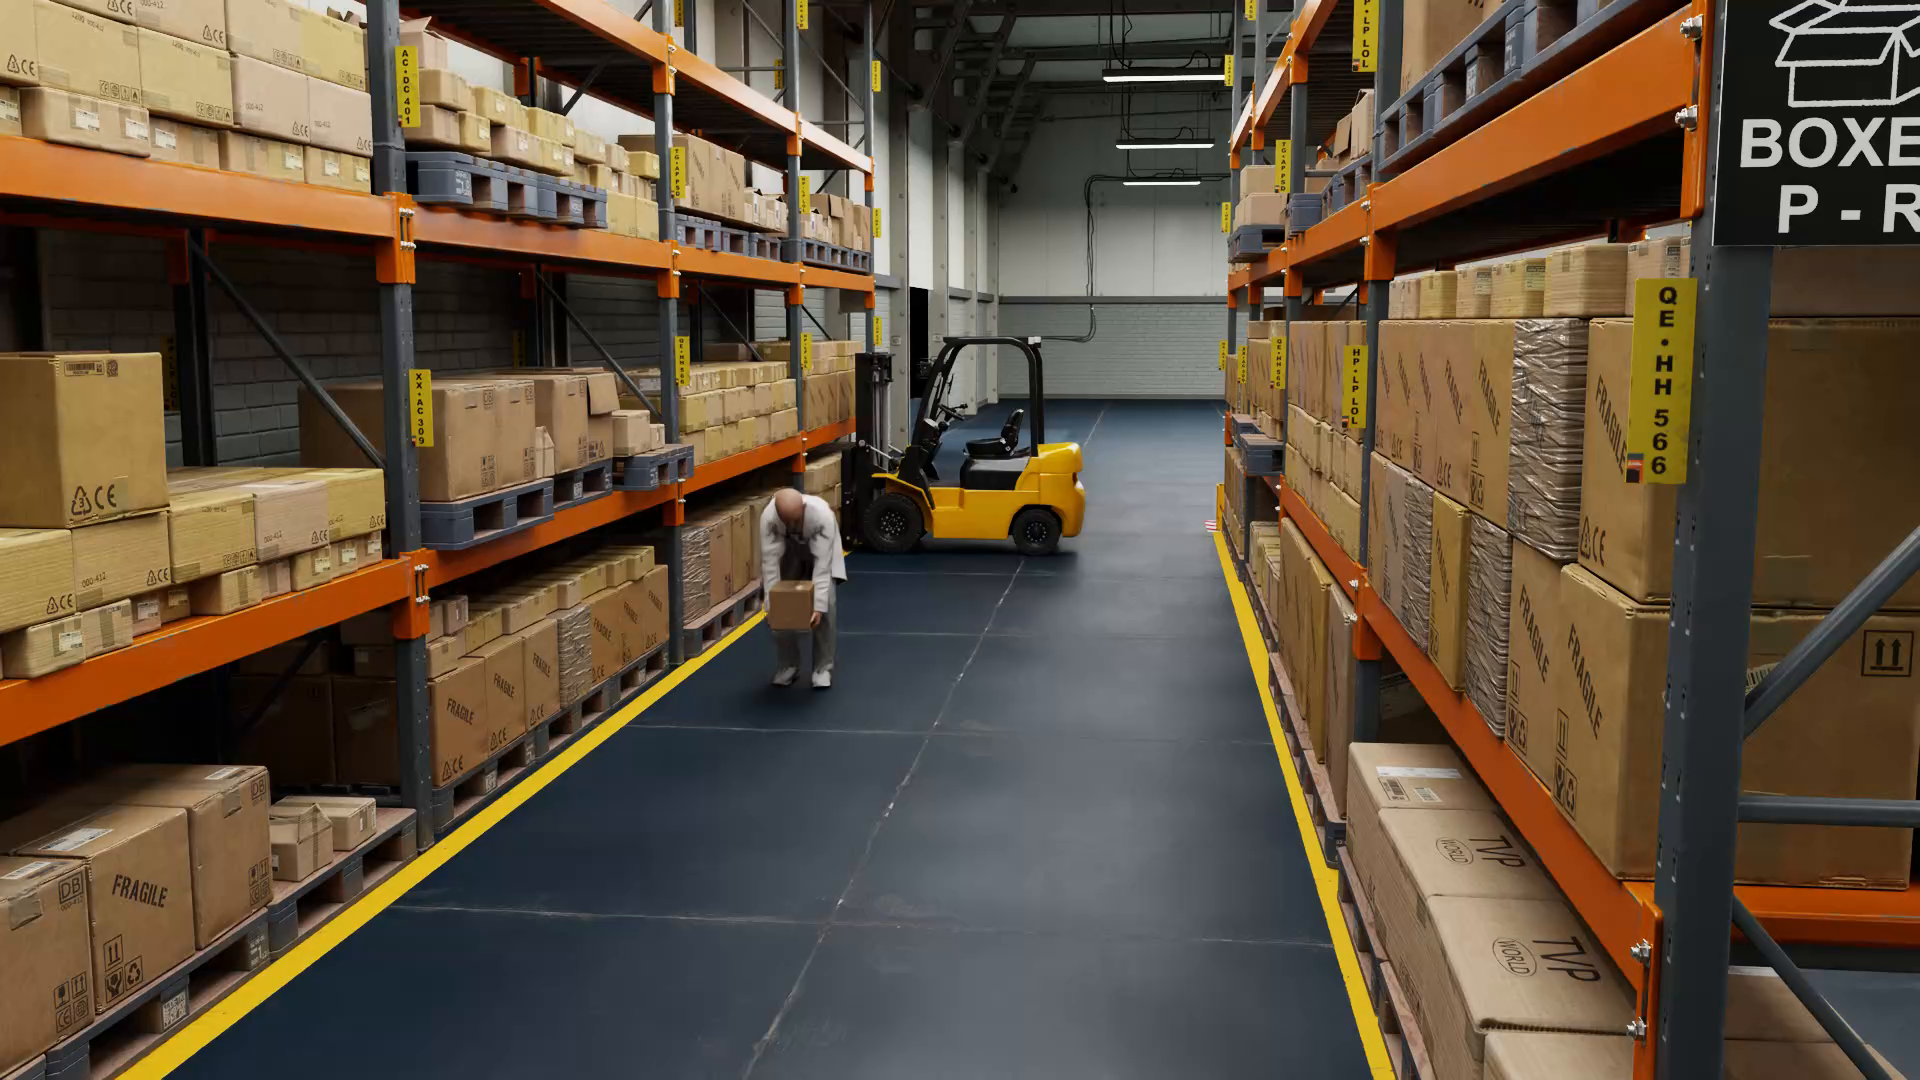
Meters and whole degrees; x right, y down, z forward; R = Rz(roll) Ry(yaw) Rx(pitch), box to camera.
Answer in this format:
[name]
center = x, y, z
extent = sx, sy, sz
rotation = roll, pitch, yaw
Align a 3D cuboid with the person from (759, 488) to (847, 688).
[person]
center = -1.013, 0.294, 10.413
extent = 0.550, 1.310, 0.913
rotation = 1, 7, 6
